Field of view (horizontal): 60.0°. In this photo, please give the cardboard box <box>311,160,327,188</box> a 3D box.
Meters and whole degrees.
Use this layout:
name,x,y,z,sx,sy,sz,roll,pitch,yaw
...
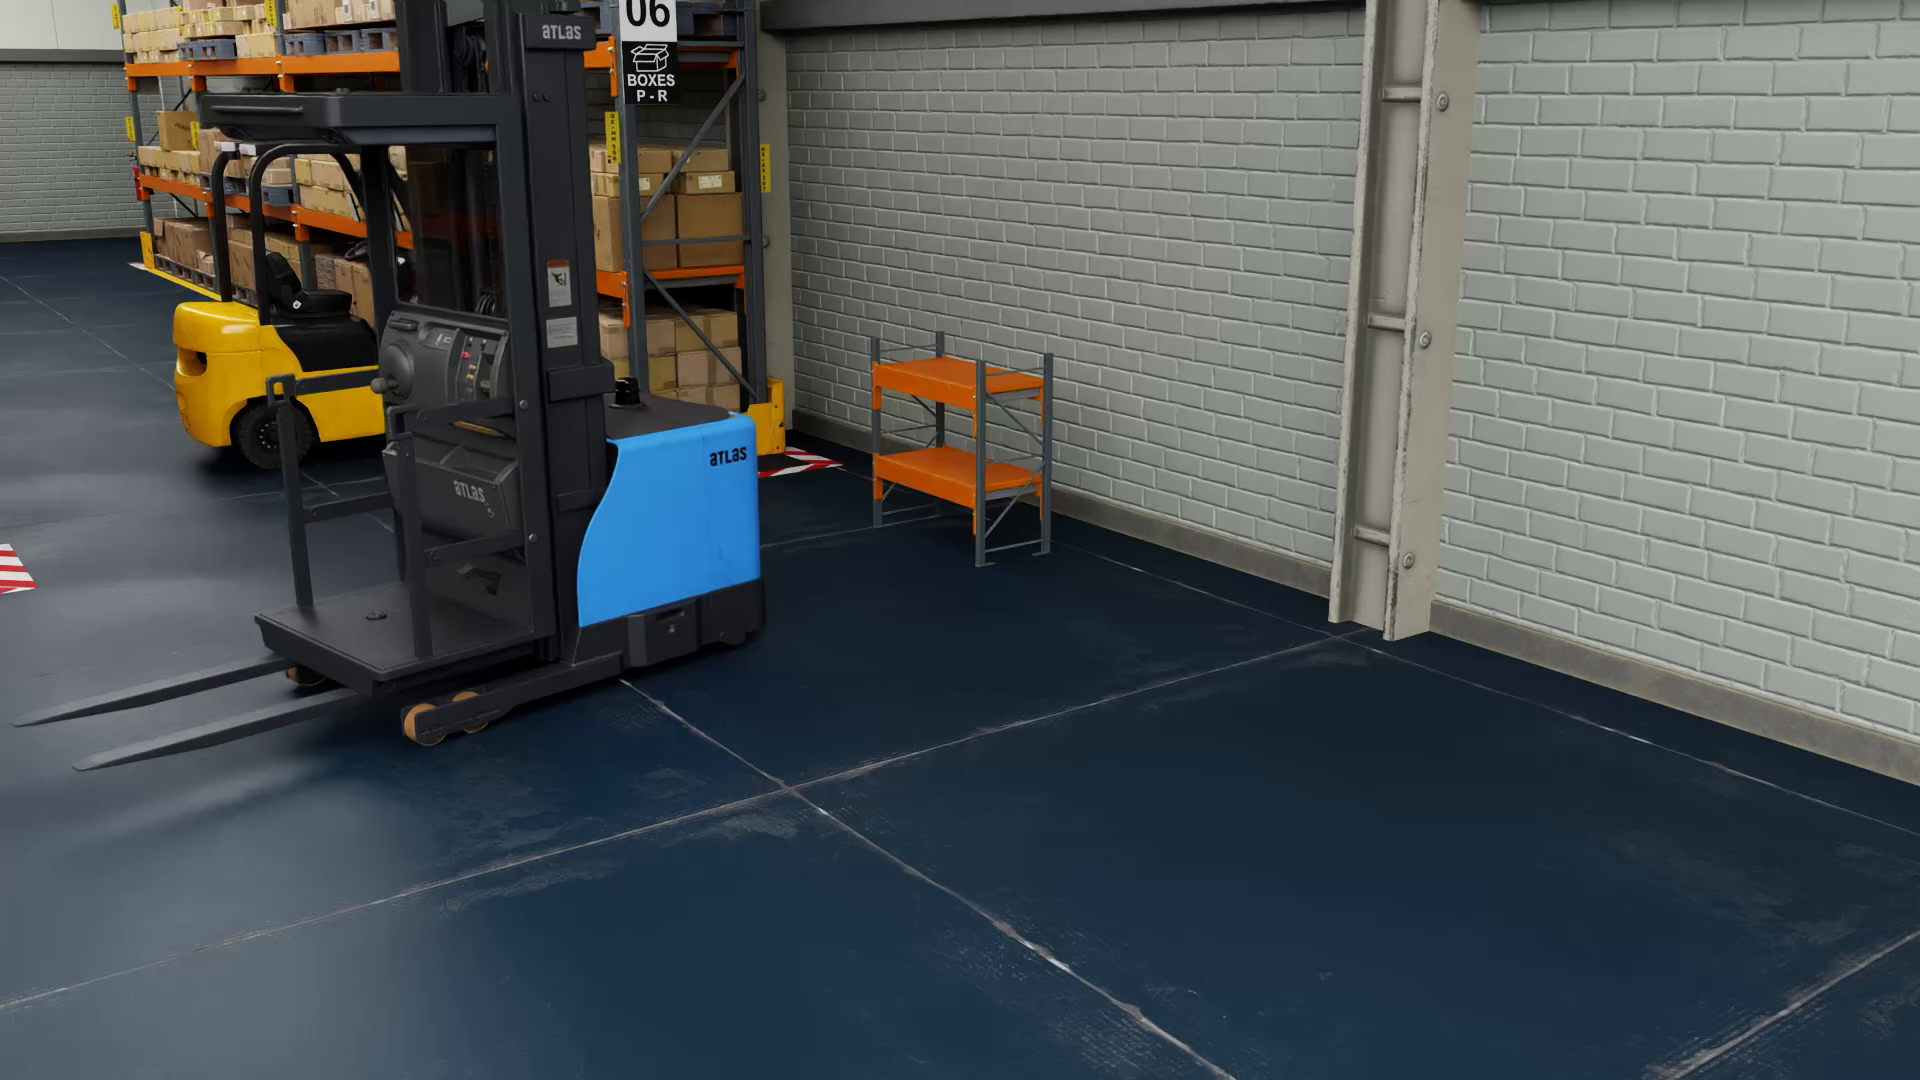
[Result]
name,x,y,z,sx,sy,sz,roll,pitch,yaw
cardboard box,-6.155,-3.665,16.623,0.500,0.250,0.500,-10,18,-33

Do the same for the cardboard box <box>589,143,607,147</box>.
name,x,y,z,sx,sy,sz,roll,pitch,yaw
cardboard box,-2.719,-2.972,12.772,0.380,0.149,0.250,-11,19,-34

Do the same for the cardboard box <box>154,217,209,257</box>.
name,x,y,z,sx,sy,sz,roll,pitch,yaw
cardboard box,-10.933,-4.298,23.530,0.797,0.503,0.637,-12,19,-37

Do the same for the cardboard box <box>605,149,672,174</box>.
name,x,y,z,sx,sy,sz,roll,pitch,yaw
cardboard box,-2.189,-2.576,11.326,0.380,0.149,0.250,-11,19,-34

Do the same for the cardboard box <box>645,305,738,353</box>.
name,x,y,z,sx,sy,sz,roll,pitch,yaw
cardboard box,-1.938,-1.519,11.962,0.500,0.250,0.500,-11,19,-35

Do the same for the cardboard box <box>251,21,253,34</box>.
name,x,y,z,sx,sy,sz,roll,pitch,yaw
cardboard box,-7.473,-5.567,18.081,0.380,0.149,0.250,-11,19,-34

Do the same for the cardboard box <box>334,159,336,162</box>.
name,x,y,z,sx,sy,sz,roll,pitch,yaw
cardboard box,-5.897,-3.773,16.261,0.380,0.149,0.250,-11,19,-34

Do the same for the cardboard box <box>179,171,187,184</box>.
name,x,y,z,sx,sy,sz,roll,pitch,yaw
cardboard box,-9.904,-4.713,21.588,0.380,0.149,0.250,-11,19,-35

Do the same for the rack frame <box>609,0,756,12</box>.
name,x,y,z,sx,sy,sz,roll,pitch,yaw
rack frame,-1.808,-4.922,10.512,1.000,3.000,0.127,-11,19,-35

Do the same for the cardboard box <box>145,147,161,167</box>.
name,x,y,z,sx,sy,sz,roll,pitch,yaw
cardboard box,-10.870,-5.269,22.867,0.500,0.250,0.500,-11,19,-34

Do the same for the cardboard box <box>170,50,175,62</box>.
name,x,y,z,sx,sy,sz,roll,pitch,yaw
cardboard box,-9.747,-6.112,21.018,0.380,0.149,0.250,-11,19,-35

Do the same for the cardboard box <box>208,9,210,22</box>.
name,x,y,z,sx,sy,sz,roll,pitch,yaw
cardboard box,-8.343,-5.975,18.972,0.380,0.149,0.250,-11,19,-34

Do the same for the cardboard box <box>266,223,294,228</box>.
name,x,y,z,sx,sy,sz,roll,pitch,yaw
cardboard box,-8.414,-3.866,20.731,0.380,0.149,0.250,-12,19,-37

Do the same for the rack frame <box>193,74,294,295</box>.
name,x,y,z,sx,sy,sz,roll,pitch,yaw
rack frame,-8.864,-4.590,20.666,1.000,3.000,0.127,-11,19,-35

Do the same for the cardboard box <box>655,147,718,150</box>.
name,x,y,z,sx,sy,sz,roll,pitch,yaw
cardboard box,-1.939,-2.704,11.792,0.380,0.149,0.250,-10,18,-33

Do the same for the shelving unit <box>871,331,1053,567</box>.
name,x,y,z,sx,sy,sz,roll,pitch,yaw
shelving unit,-0.004,-0.544,9.433,0.538,1.125,1.048,-11,19,-35

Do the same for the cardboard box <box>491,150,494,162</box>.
name,x,y,z,sx,sy,sz,roll,pitch,yaw
cardboard box,-3.586,-3.056,13.077,0.380,0.149,0.250,-11,19,-35

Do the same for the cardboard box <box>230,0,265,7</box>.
name,x,y,z,sx,sy,sz,roll,pitch,yaw
cardboard box,-8.446,-6.404,19.753,0.396,0.266,0.258,-11,19,-35

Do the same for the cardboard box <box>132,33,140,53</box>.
name,x,y,z,sx,sy,sz,roll,pitch,yaw
cardboard box,-10.861,-6.720,22.485,0.500,0.250,0.500,-10,18,-33

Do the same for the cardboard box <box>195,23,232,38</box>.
name,x,y,z,sx,sy,sz,roll,pitch,yaw
cardboard box,-8.578,-5.875,19.167,0.380,0.149,0.250,-11,19,-34

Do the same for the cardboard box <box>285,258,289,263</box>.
name,x,y,z,sx,sy,sz,roll,pitch,yaw
cardboard box,-7.220,-2.899,18.424,0.500,0.500,0.500,-11,19,-35

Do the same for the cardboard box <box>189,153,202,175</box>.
name,x,y,z,sx,sy,sz,roll,pitch,yaw
cardboard box,-9.361,-4.732,20.906,0.500,0.250,0.500,-10,18,-33

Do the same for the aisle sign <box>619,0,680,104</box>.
name,x,y,z,sx,sy,sz,roll,pitch,yaw
aisle sign,-2.007,-3.222,10.743,0.394,0.787,0.004,-11,19,-35

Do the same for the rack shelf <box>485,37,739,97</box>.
name,x,y,z,sx,sy,sz,roll,pitch,yaw
rack shelf,-2.984,-3.555,12.563,1.077,0.370,4.000,-11,19,-35

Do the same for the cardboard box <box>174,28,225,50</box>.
name,x,y,z,sx,sy,sz,roll,pitch,yaw
cardboard box,-9.350,-6.173,20.485,0.500,0.250,0.500,-11,19,-34

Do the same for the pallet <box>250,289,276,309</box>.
name,x,y,z,sx,sy,sz,roll,pitch,yaw
pallet,-7.634,-2.817,19.468,1.003,0.211,1.213,-11,19,-35

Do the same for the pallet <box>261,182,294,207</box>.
name,x,y,z,sx,sy,sz,roll,pitch,yaw
pallet,-6.967,-3.778,18.060,1.213,0.211,1.003,-11,19,-35

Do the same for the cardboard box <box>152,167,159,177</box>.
name,x,y,z,sx,sy,sz,roll,pitch,yaw
cardboard box,-11.058,-5.164,23.236,0.380,0.149,0.250,-10,18,-33

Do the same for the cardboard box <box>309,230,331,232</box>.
name,x,y,z,sx,sy,sz,roll,pitch,yaw
cardboard box,-7.619,-3.597,19.746,0.380,0.149,0.250,-11,19,-34

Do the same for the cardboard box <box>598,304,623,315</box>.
name,x,y,z,sx,sy,sz,roll,pitch,yaw
cardboard box,-2.636,-1.545,12.057,0.500,0.250,0.500,-10,18,-34

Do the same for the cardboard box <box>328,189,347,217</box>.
name,x,y,z,sx,sy,sz,roll,pitch,yaw
cardboard box,-5.849,-3.314,16.287,0.500,0.250,0.500,-12,19,-36

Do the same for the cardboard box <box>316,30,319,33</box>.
name,x,y,z,sx,sy,sz,roll,pitch,yaw
cardboard box,-6.667,-5.474,17.742,0.380,0.149,0.250,-11,19,-35

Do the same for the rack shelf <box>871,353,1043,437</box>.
name,x,y,z,sx,sy,sz,roll,pitch,yaw
rack shelf,-0.004,-0.826,9.356,0.538,0.278,1.000,-11,19,-35

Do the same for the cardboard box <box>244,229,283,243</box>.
name,x,y,z,sx,sy,sz,roll,pitch,yaw
cardboard box,-8.311,-3.626,19.852,0.380,0.149,0.250,-11,19,-35

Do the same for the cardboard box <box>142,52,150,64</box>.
name,x,y,z,sx,sy,sz,roll,pitch,yaw
cardboard box,-10.681,-6.433,22.191,0.380,0.149,0.250,-11,19,-35

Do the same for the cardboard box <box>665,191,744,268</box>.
name,x,y,z,sx,sy,sz,roll,pitch,yaw
cardboard box,-1.875,-2.225,11.835,0.500,0.500,0.500,-10,18,-33

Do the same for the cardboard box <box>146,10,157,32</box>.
name,x,y,z,sx,sy,sz,roll,pitch,yaw
cardboard box,-10.260,-6.746,21.633,0.500,0.250,0.500,-10,18,-33

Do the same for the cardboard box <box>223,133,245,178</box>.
name,x,y,z,sx,sy,sz,roll,pitch,yaw
cardboard box,-7.995,-4.425,19.077,0.700,0.500,0.500,-11,19,-35

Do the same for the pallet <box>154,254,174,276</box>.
name,x,y,z,sx,sy,sz,roll,pitch,yaw
pallet,-10.702,-3.913,23.474,1.003,0.211,1.213,-11,19,-35

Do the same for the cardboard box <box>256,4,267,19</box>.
name,x,y,z,sx,sy,sz,roll,pitch,yaw
cardboard box,-7.220,-5.596,17.621,0.380,0.149,0.250,-12,19,-36

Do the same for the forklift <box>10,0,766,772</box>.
name,x,y,z,sx,sy,sz,roll,pitch,yaw
forklift,-2.288,-0.748,6.757,1.130,2.935,3.031,14,21,41

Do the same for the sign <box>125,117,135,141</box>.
name,x,y,z,sx,sy,sz,roll,pitch,yaw
sign,-11.655,-5.778,23.365,0.100,0.325,0.005,-11,19,-35

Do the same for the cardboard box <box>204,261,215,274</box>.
name,x,y,z,sx,sy,sz,roll,pitch,yaw
cardboard box,-9.429,-3.491,21.255,0.380,0.149,0.250,-12,19,-36

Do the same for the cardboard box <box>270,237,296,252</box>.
name,x,y,z,sx,sy,sz,roll,pitch,yaw
cardboard box,-7.578,-3.345,18.828,0.380,0.149,0.250,-11,19,-35

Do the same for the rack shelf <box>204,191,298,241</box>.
name,x,y,z,sx,sy,sz,roll,pitch,yaw
rack shelf,-7.688,-3.816,19.201,1.077,0.370,4.000,-11,19,-35

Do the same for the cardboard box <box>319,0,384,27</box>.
name,x,y,z,sx,sy,sz,roll,pitch,yaw
cardboard box,-5.685,-5.072,15.570,0.500,0.500,0.500,-10,18,-33

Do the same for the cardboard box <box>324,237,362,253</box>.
name,x,y,z,sx,sy,sz,roll,pitch,yaw
cardboard box,-6.912,-3.307,18.689,0.380,0.149,0.250,-11,19,-34

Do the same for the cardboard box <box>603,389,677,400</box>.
name,x,y,z,sx,sy,sz,roll,pitch,yaw
cardboard box,-2.340,-0.956,11.799,0.500,0.250,0.500,-11,19,-34

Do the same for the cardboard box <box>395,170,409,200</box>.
name,x,y,z,sx,sy,sz,roll,pitch,yaw
cardboard box,-4.656,-3.116,14.617,0.500,0.250,0.500,-11,19,-36

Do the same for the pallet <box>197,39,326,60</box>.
name,x,y,z,sx,sy,sz,roll,pitch,yaw
pallet,-7.925,-5.575,18.939,1.213,0.211,1.003,-11,19,-35
